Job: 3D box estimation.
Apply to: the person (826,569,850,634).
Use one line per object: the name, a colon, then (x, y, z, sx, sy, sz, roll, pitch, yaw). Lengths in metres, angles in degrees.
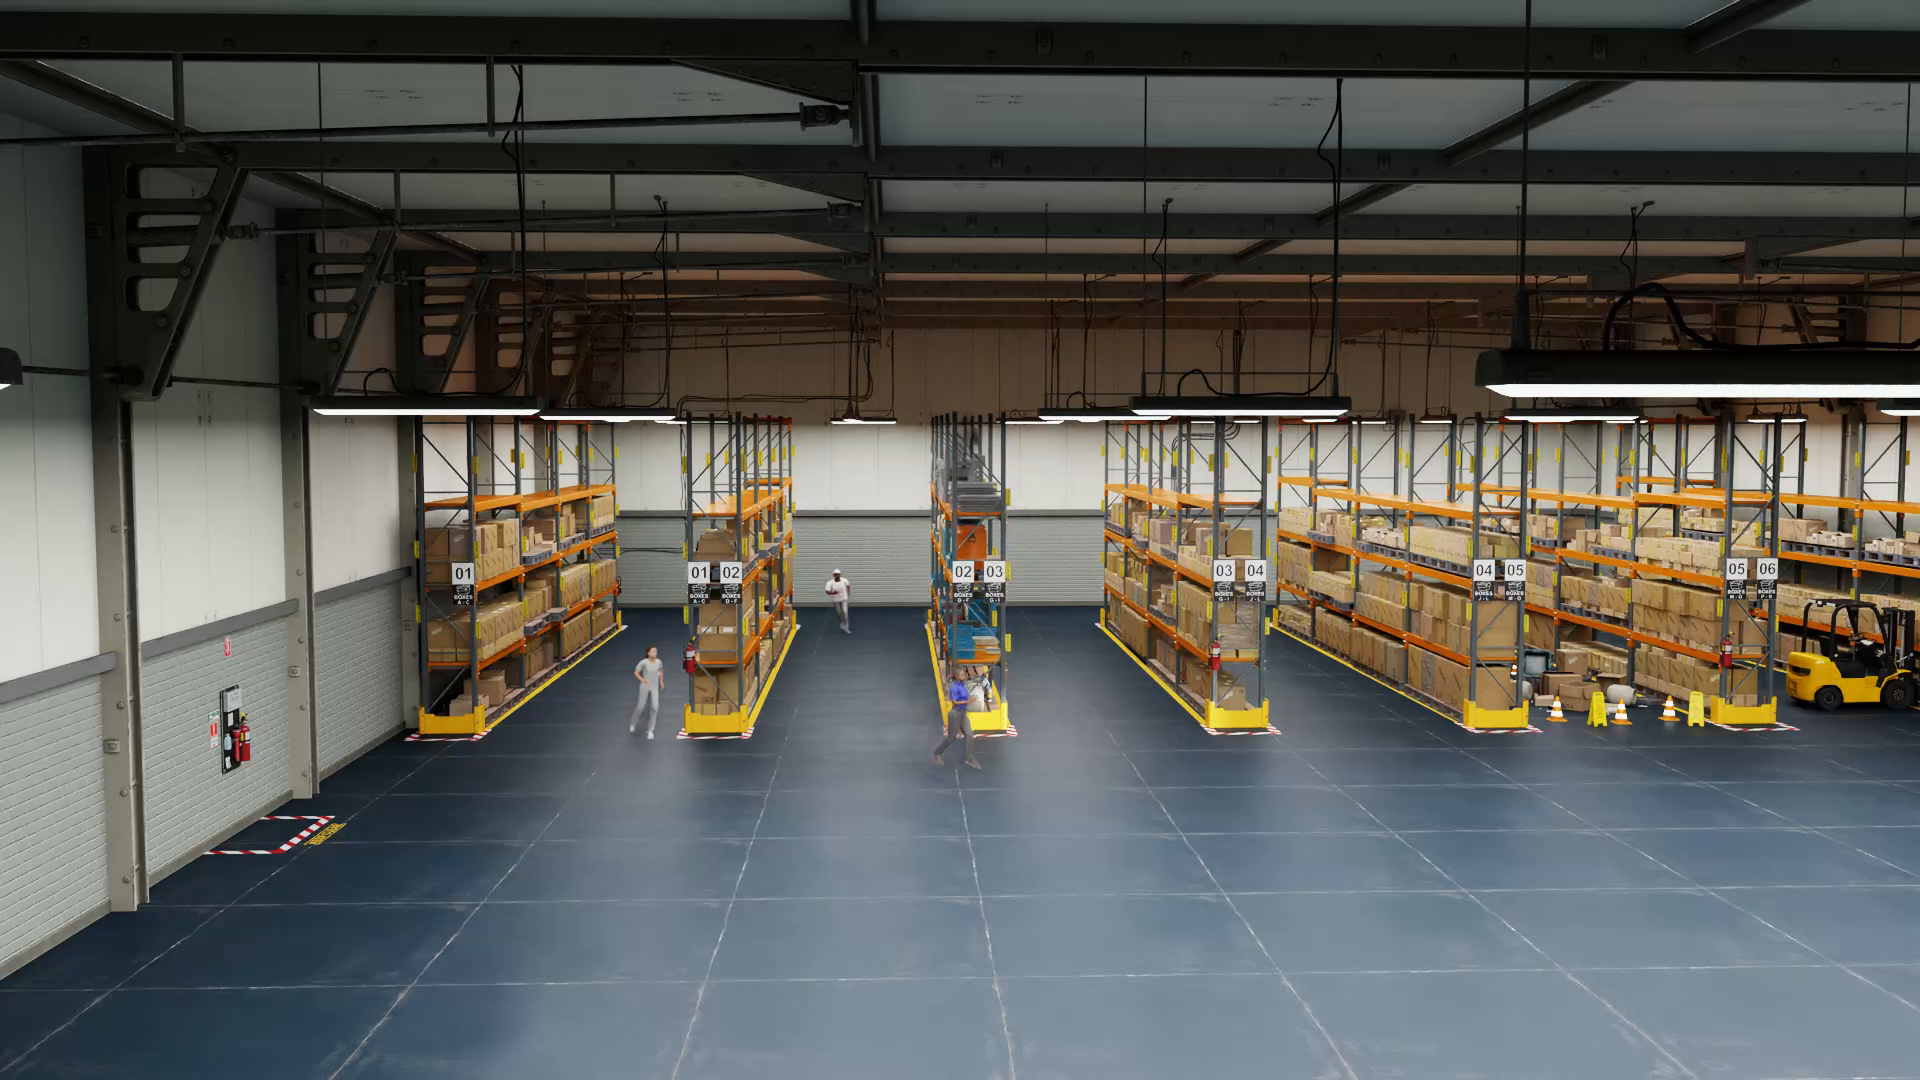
person: (-3.396, 1.691, 46.314, 0.703, 1.769, 0.945, -1, 4, -9)

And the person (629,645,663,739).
person: (-5.765, 2.793, 30.885, 0.643, 1.684, 0.846, -2, 5, -30)

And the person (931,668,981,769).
person: (-0.060, 2.986, 27.884, 0.871, 1.671, 0.595, 2, 4, 25)
